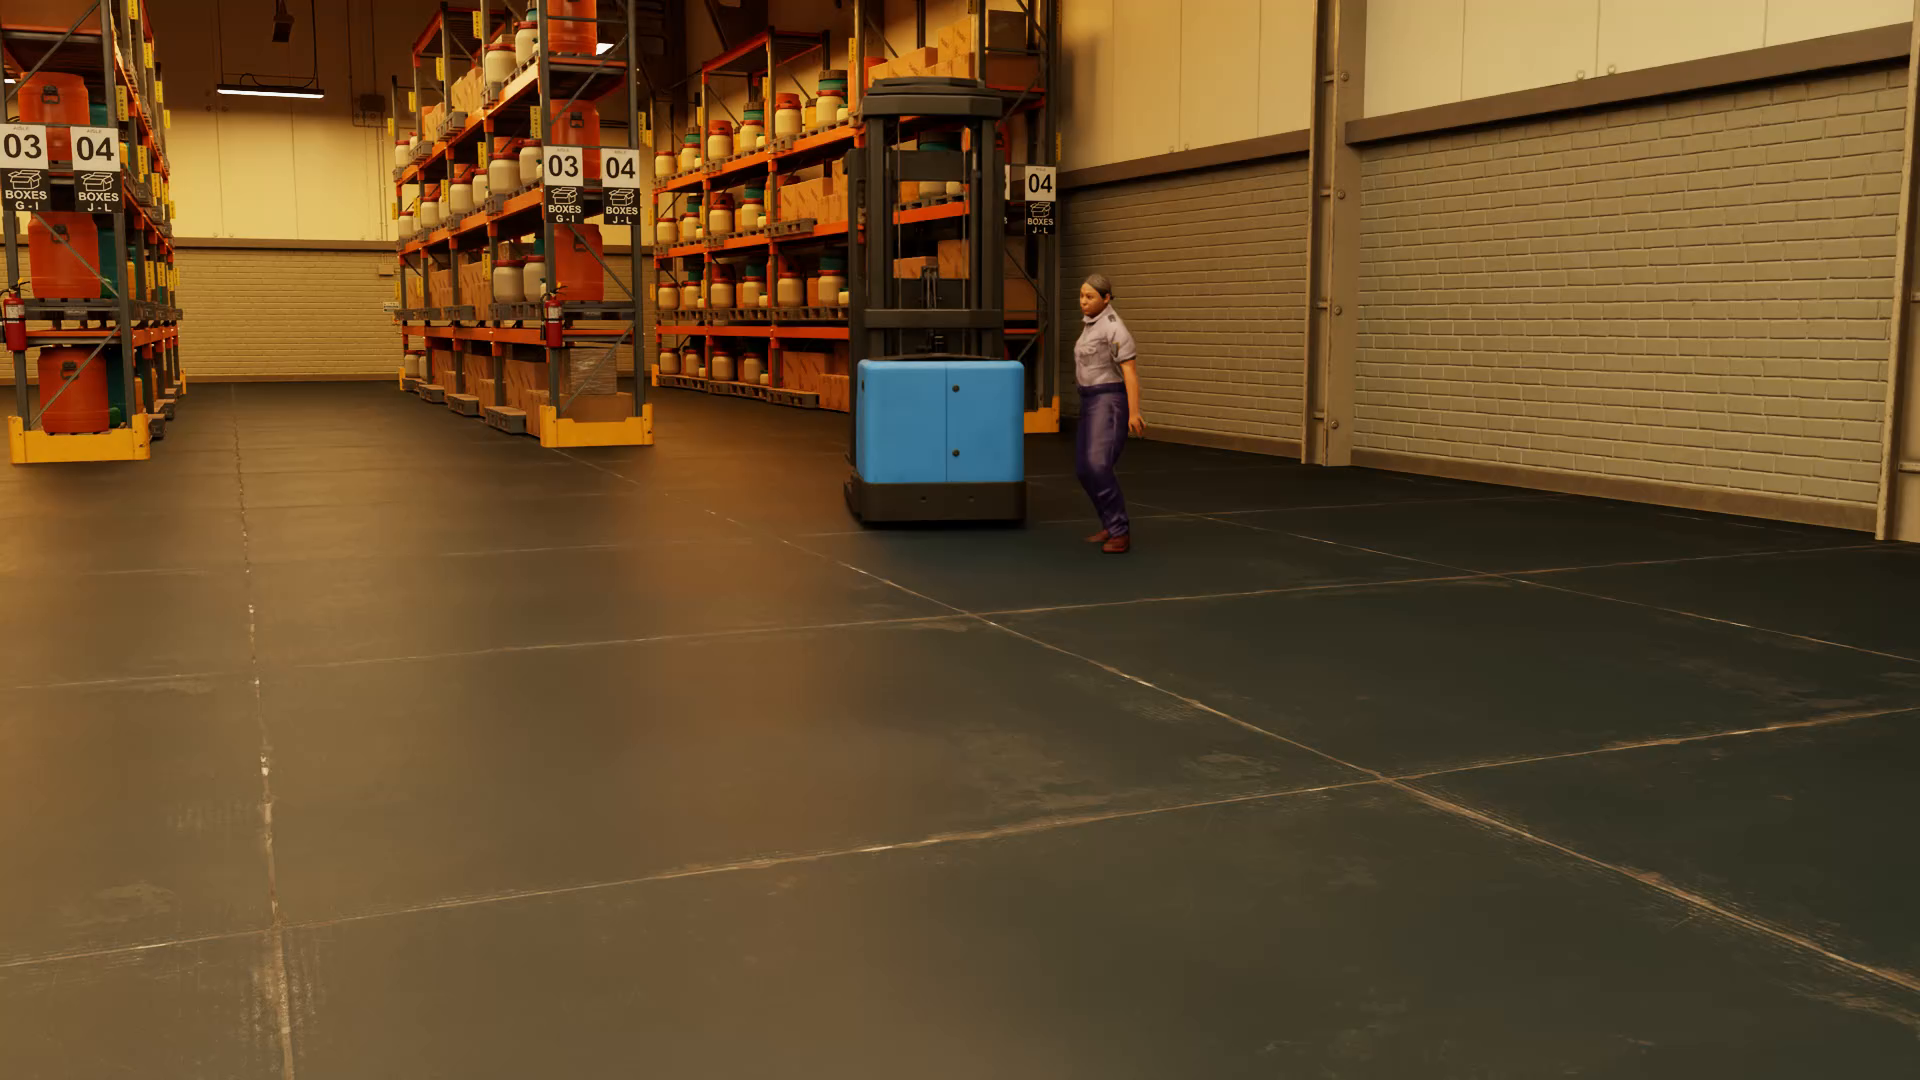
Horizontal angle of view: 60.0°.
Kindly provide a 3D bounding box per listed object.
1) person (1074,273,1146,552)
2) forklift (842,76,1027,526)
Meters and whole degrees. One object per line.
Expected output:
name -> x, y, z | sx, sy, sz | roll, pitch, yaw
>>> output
person -> 0.885, -0.759, 9.869 | 0.401, 1.625, 0.830 | -2, 8, -12
forklift -> -0.264, -1.703, 11.858 | 1.130, 2.935, 3.031 | -1, 8, -7
